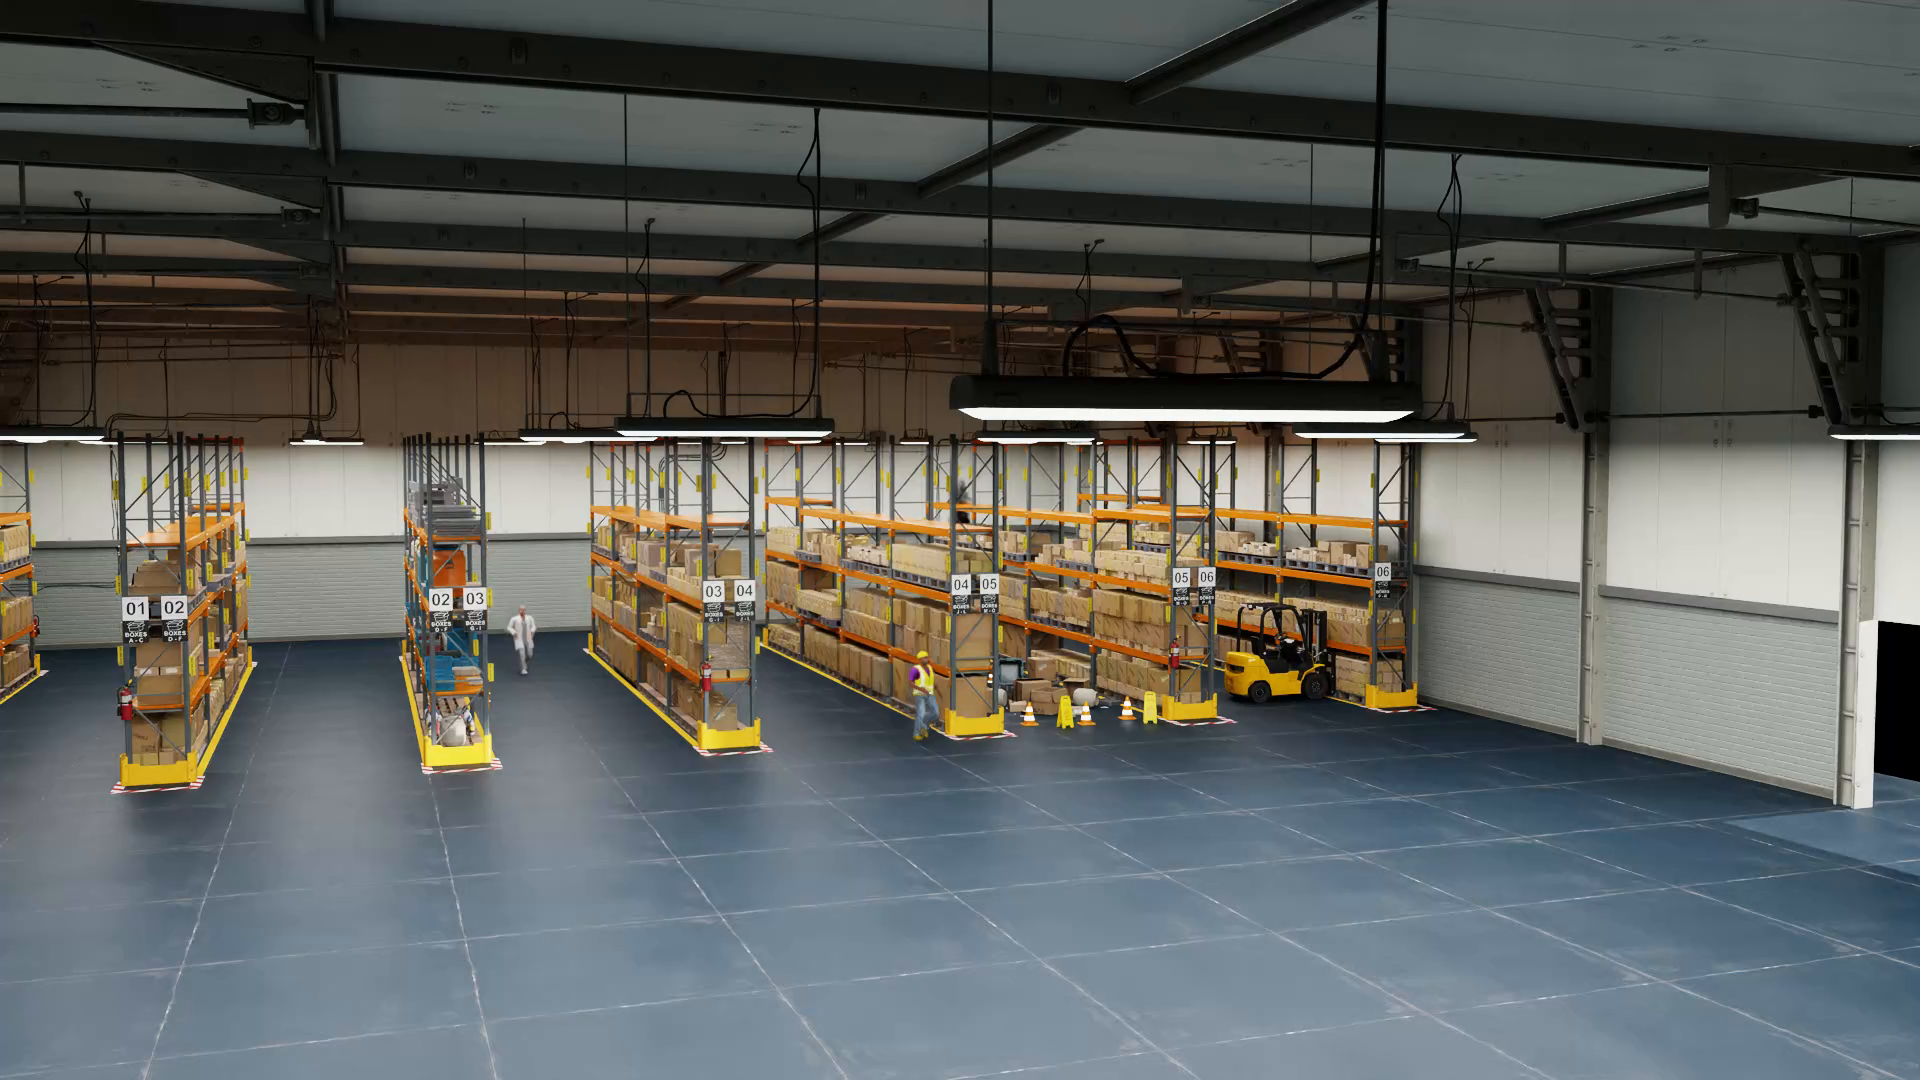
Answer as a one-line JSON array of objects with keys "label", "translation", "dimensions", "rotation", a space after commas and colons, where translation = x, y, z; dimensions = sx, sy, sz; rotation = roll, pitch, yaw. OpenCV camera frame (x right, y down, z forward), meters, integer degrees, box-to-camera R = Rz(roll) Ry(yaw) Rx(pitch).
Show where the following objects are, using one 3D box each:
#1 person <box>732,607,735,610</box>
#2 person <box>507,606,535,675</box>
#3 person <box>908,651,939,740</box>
[{"label": "person", "translation": [-6.625, 2.146, 49.105], "dimensions": [0.795, 1.676, 0.526], "rotation": [3, 4, 43]}, {"label": "person", "translation": [-11.081, 2.524, 42.093], "dimensions": [0.708, 1.724, 0.670], "rotation": [-2, 4, -30]}, {"label": "person", "translation": [-0.679, 3.040, 32.543], "dimensions": [0.715, 1.740, 0.544], "rotation": [-3, 4, -40]}]
